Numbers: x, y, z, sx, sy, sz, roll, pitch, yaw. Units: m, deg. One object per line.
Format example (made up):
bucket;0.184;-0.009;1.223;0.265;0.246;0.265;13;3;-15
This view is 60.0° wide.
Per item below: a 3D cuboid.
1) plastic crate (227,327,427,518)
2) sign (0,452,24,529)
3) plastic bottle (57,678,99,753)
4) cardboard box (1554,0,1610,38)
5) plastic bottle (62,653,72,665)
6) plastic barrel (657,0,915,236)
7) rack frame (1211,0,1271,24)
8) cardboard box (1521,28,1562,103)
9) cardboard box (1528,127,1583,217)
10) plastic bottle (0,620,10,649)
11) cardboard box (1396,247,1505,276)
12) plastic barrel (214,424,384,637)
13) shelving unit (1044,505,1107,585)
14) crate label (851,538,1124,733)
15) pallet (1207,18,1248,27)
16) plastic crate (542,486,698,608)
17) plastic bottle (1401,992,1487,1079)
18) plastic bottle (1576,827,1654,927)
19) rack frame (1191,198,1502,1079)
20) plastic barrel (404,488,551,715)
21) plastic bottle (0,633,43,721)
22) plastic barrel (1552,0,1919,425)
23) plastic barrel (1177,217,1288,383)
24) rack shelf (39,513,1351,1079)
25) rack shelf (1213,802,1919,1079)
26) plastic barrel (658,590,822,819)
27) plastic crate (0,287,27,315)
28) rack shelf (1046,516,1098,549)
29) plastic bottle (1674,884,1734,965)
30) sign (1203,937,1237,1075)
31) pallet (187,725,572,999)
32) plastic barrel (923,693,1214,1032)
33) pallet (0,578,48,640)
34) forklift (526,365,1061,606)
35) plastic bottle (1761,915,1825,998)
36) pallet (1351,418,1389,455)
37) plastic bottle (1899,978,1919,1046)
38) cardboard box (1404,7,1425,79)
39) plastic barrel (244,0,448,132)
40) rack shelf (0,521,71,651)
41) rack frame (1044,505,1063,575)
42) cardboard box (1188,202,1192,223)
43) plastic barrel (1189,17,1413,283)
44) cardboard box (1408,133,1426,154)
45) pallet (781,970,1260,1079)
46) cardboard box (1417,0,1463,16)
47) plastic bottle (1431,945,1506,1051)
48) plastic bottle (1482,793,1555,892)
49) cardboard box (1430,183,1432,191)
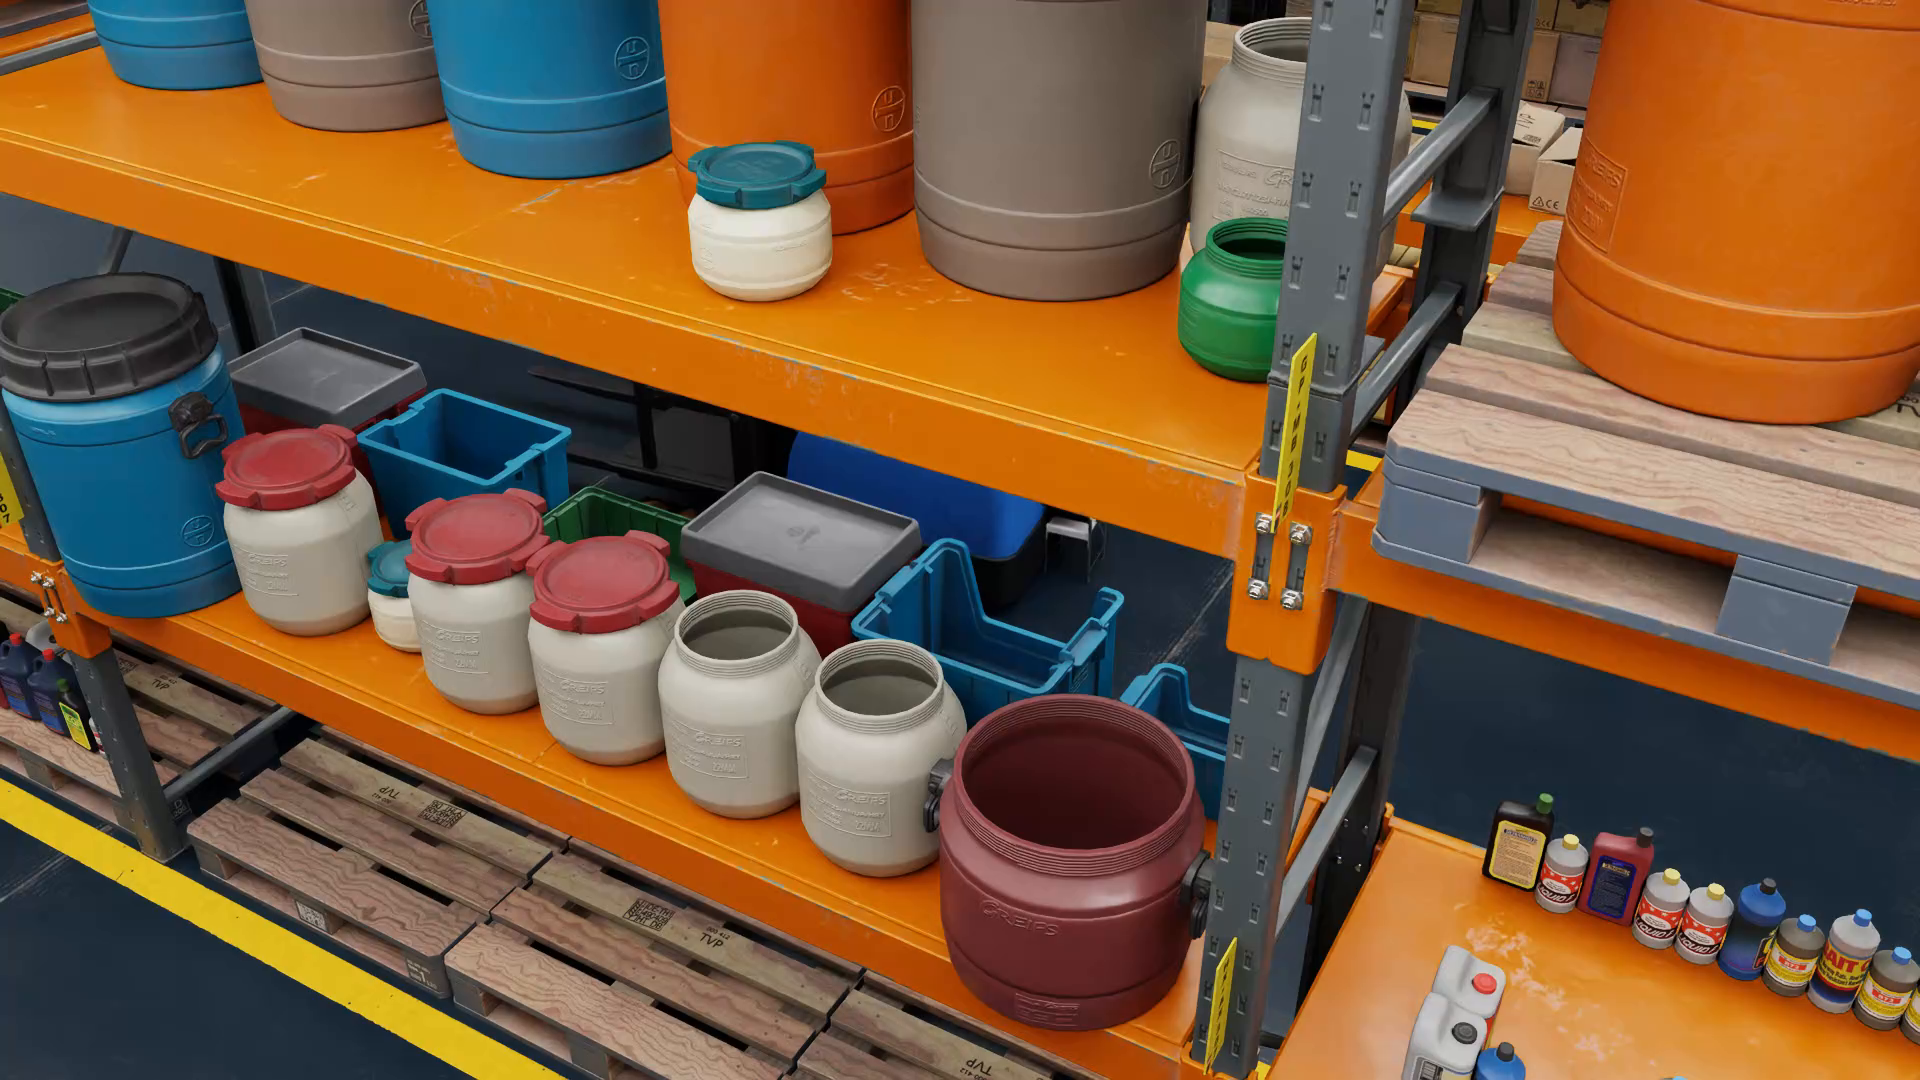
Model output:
plastic crate;-2.095;-0.372;5.544;0.583;0.464;0.402;18;37;24
sign;-2.950;-0.185;5.071;0.005;0.325;0.100;18;37;24
plastic bottle;-3.249;0.643;6.132;0.133;0.283;0.061;20;38;27
cardboard box;4.606;-3.813;11.952;0.500;0.250;0.500;18;38;25
plastic bottle;-3.298;0.481;6.315;0.185;0.351;0.144;18;37;24
plastic barrel;-0.368;-1.169;3.705;0.708;0.830;0.600;18;37;24
rack frame;2.248;-5.099;12.700;0.127;3.000;1.000;18;37;24
cardboard box;4.235;-3.635;12.360;0.500;0.500;0.700;17;37;24
cardboard box;2.972;-1.698;7.674;0.500;0.311;0.500;20;39;27
plastic bottle;-3.788;0.380;6.527;0.133;0.283;0.061;18;37;24
cardboard box;2.497;-1.303;8.597;0.500;0.311;0.500;17;37;23
plastic barrel;-1.946;-0.019;4.950;0.433;0.535;0.433;0;34;0
shelving unit;0.521;-0.256;7.323;0.210;0.900;0.258;13;36;19
crate label;0.077;0.351;4.485;0.616;0.435;0.502;18;37;24
pallet;1.648;-4.106;13.725;1.213;0.211;1.003;18;37;24
plastic crate;-1.015;0.100;5.084;0.662;0.188;0.450;18;37;24
plastic bottle;1.021;1.095;3.511;0.135;0.276;0.152;18;37;24
plastic bottle;1.569;0.787;3.967;0.133;0.283;0.061;18;37;24
rack frame;0.805;0.769;3.889;0.127;3.000;1.000;18;37;24
plastic barrel;-1.309;0.183;4.647;0.433;0.535;0.433;0;34;0
plastic bottle;-3.536;0.497;6.290;0.185;0.351;0.144;16;37;22
plastic barrel;1.297;-0.676;2.586;0.708;0.830;0.600;18;37;24
plastic barrel;0.566;-0.458;3.166;0.294;0.245;0.294;0;34;0
rack shelf;-0.931;0.518;4.914;4.000;0.370;1.077;18;37;24
rack shelf;2.542;1.618;3.262;4.000;0.370;1.077;18;37;24
plastic barrel;-0.559;0.426;4.303;0.421;0.512;0.421;0;34;0
plastic crate;-3.706;-0.752;6.364;0.662;0.188;0.450;18;37;24
rack shelf;0.521;-0.078;7.441;0.200;0.077;0.258;13;36;19
plastic bottle;1.744;0.888;3.889;0.097;0.201;0.097;0;34;0
sign;0.539;0.968;3.443;0.005;0.325;0.100;18;37;24
pallet;-1.966;1.027;6.018;1.213;0.211;1.003;18;37;24
plastic barrel;0.252;0.730;3.824;0.708;0.536;0.600;18;37;24
pallet;-4.293;0.290;7.124;1.213;0.211;1.003;18;37;24
forklift;-0.977;-1.448;7.280;3.031;2.935;1.130;13;36;19
plastic bottle;1.913;0.942;3.809;0.097;0.201;0.097;0;34;0
pallet;2.571;-0.698;8.608;1.213;0.211;1.003;18;37;24
plastic bottle;2.167;1.022;3.688;0.097;0.201;0.097;0;34;0
cardboard box;3.369;-3.929;12.802;0.500;0.500;0.700;17;37;23
plastic barrel;-1.550;-1.573;4.247;0.600;0.901;0.600;0;34;0
rack shelf;-4.404;-0.582;6.566;4.000;0.370;1.077;18;37;24
rack frame;0.427;-0.278;7.355;0.006;0.900;0.240;13;36;19
cardboard box;1.174;-1.726;9.231;0.500;0.311;0.500;17;37;24
plastic barrel;0.688;-0.759;3.376;0.421;0.512;0.421;0;34;0
cardboard box;2.131;-1.833;8.023;0.250;0.149;0.380;21;39;28
pallet;0.152;1.698;5.010;1.213;0.211;1.003;18;37;24
cardboard box;3.733;-4.098;12.380;0.500;0.250;0.500;16;37;23
plastic bottle;1.096;1.022;3.621;0.135;0.276;0.152;18;37;24
plastic bottle;1.368;0.723;4.063;0.133;0.283;0.061;18;37;24
cardboard box;2.348;-1.624;7.708;0.250;0.149;0.380;18;37;24
